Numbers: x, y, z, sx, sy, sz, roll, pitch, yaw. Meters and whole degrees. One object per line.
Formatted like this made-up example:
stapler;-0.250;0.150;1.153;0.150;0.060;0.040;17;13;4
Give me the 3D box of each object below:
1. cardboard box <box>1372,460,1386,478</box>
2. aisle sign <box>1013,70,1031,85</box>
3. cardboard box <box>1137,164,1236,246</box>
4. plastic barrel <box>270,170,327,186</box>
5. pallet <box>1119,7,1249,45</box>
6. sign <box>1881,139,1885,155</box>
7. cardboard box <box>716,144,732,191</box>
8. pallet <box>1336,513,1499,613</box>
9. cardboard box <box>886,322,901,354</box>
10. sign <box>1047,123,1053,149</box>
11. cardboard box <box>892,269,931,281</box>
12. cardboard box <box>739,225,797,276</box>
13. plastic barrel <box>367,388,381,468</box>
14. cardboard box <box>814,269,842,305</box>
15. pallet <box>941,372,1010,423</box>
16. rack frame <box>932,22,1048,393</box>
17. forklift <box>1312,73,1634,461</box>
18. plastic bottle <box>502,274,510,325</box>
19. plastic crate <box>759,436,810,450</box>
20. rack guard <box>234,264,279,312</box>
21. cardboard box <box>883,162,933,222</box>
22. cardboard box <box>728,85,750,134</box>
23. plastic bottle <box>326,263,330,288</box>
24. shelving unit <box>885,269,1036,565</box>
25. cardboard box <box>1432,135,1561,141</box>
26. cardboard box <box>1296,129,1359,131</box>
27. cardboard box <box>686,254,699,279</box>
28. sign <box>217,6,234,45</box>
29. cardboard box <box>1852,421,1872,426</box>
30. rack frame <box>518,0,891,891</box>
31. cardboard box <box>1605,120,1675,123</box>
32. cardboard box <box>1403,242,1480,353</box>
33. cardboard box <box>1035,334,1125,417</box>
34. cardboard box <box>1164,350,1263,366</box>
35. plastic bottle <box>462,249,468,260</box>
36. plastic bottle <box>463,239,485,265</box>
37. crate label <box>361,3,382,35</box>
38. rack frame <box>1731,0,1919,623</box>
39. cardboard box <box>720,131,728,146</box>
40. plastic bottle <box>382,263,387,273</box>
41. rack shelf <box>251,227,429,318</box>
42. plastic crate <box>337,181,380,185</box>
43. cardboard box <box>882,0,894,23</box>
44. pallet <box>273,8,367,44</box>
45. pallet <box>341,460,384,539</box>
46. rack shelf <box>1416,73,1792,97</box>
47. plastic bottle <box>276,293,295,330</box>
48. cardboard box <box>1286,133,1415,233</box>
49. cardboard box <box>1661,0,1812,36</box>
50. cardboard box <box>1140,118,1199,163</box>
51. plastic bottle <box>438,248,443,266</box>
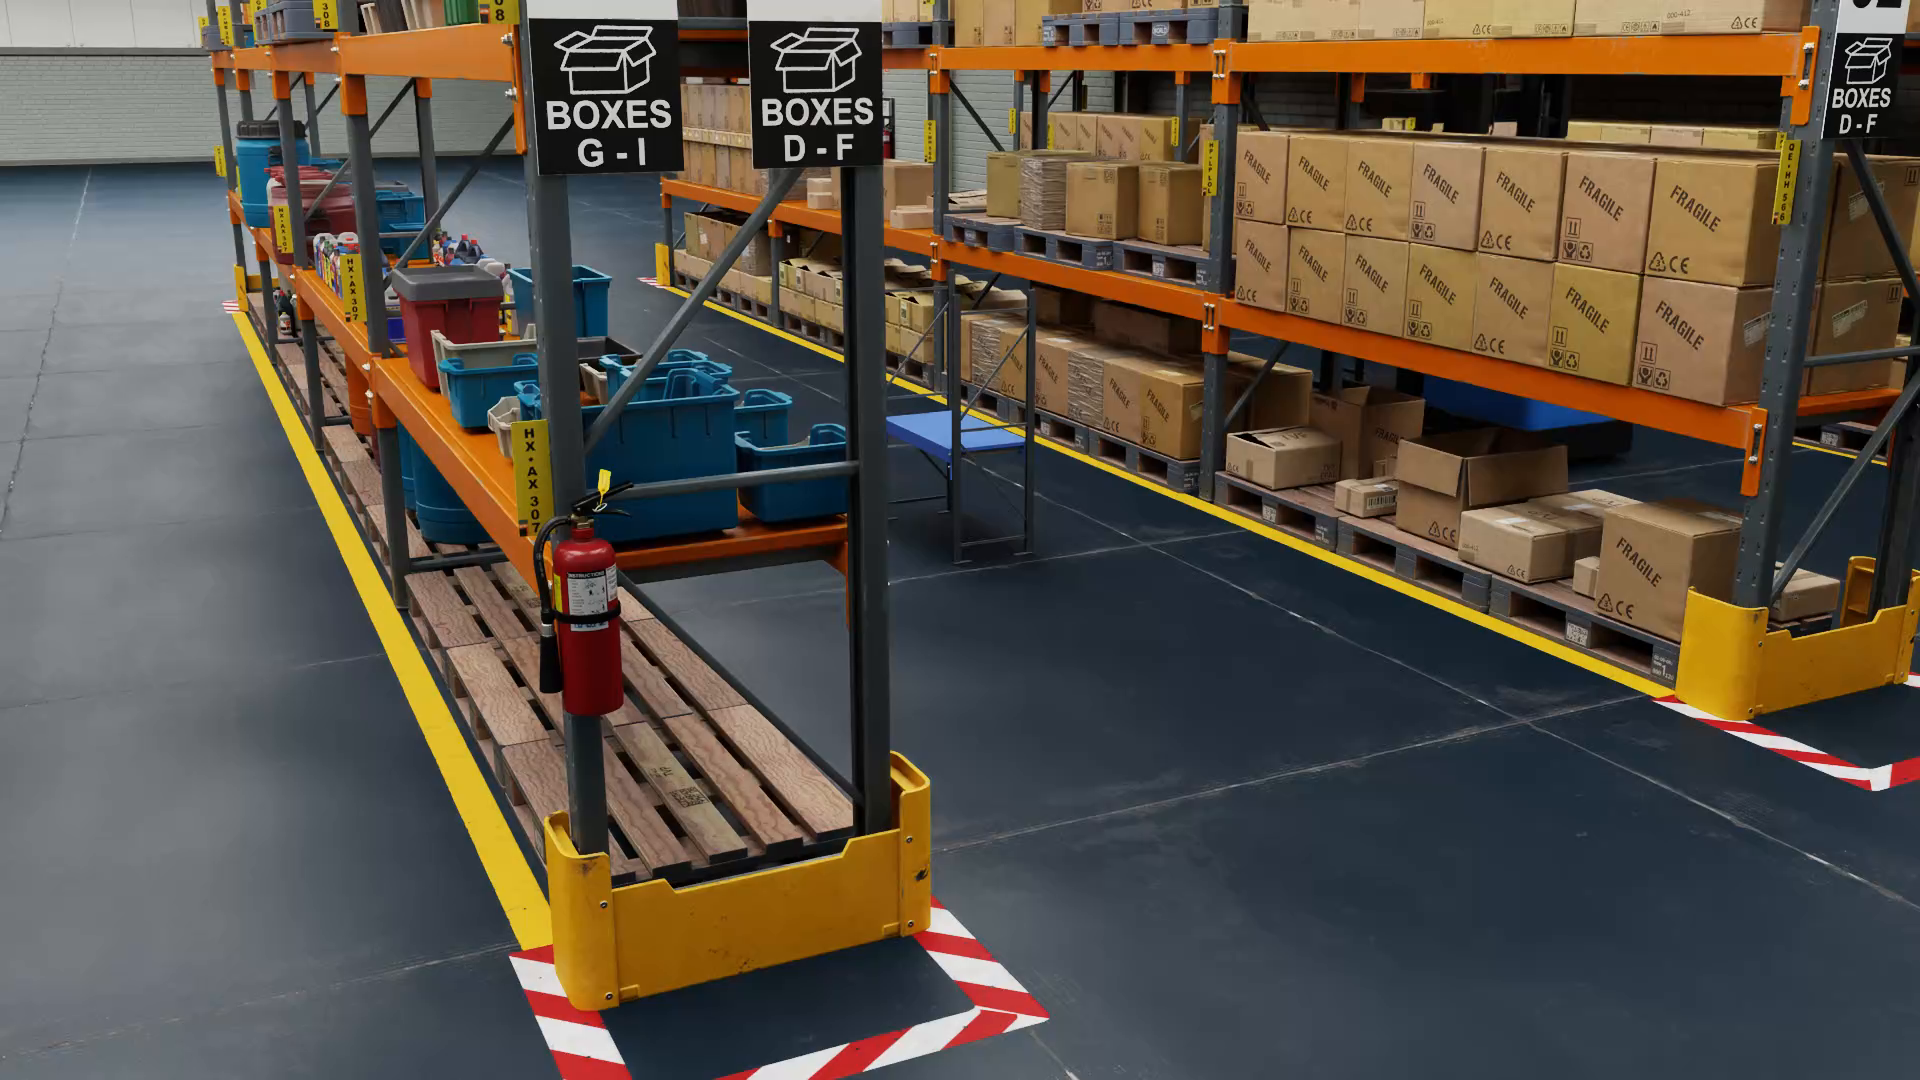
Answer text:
cardboard box;2.729;-0.400;10.077;0.380;0.149;0.250;-8;18;-25
aisle sign;0.899;-6.558;22.451;0.394;0.787;0.004;-8;18;-25
cardboard box;1.642;-2.309;11.416;0.700;0.500;0.500;-5;17;-16
plastic barrel;-5.409;-2.757;13.674;0.433;0.535;0.433;0;16;0
pallet;1.784;-3.273;10.622;1.213;0.211;1.003;-8;18;-25
sign;6.956;-2.873;12.610;0.100;0.325;0.005;-8;18;-25
cardboard box;-2.377;-4.274;19.026;0.700;0.500;0.500;-7;17;-23
pallet;2.845;0.062;9.152;1.003;0.211;1.213;-8;18;-25
cardboard box;-0.425;-1.852;14.990;0.500;0.250;0.500;-8;18;-26
sign;0.738;-3.330;13.960;0.100;0.325;0.005;-8;18;-25
cardboard box;-0.396;-2.442;16.029;0.500;0.311;0.500;-8;18;-26
cardboard box;-2.107;-3.190;18.292;0.500;0.500;0.500;-8;18;-25
plastic barrel;-3.476;-0.789;10.673;0.600;0.588;0.708;-8;18;-25
cardboard box;-1.099;-2.499;16.229;0.500;0.311;0.500;-8;18;-27
pallet;0.547;-1.213;13.596;1.003;0.211;1.213;-8;18;-25
rack frame;0.254;-2.743;13.873;1.000;3.000;0.127;-8;18;-25
forklift;3.598;-2.272;12.353;1.130;2.935;3.031;-8;18;-26
plastic bottle;-2.469;-1.346;9.227;0.152;0.276;0.135;-8;18;-25
plastic crate;-0.574;-0.255;5.570;0.250;0.136;0.298;-8;18;-25
rack guard;-7.629;-2.915;19.001;1.175;0.500;0.348;-8;18;-25
cardboard box;-0.496;-3.206;15.302;0.500;0.500;0.500;-9;18;-28
cardboard box;-2.140;-4.766;18.386;0.700;0.500;0.500;-8;18;-25
plastic bottle;-4.014;-1.724;10.681;0.097;0.201;0.097;0;16;0
shelving unit;-0.037;-0.742;9.617;0.538;1.500;1.048;-8;18;-25
cardboard box;2.908;-1.934;9.060;0.500;0.500;0.500;-7;18;-24
cardboard box;3.925;-4.024;17.356;0.700;0.500;0.500;-8;18;-25
cardboard box;-2.993;-3.324;20.119;0.500;0.250;0.500;-8;18;-25
sign;-6.452;-4.520;14.609;0.100;0.325;0.005;-8;18;-25
cardboard box;6.693;-1.154;12.103;0.700;0.500;0.500;-7;18;-24
rack frame;-0.696;-0.162;4.877;1.000;3.000;0.127;-8;18;-25
cardboard box;5.806;-3.440;14.185;0.500;0.250;0.500;-8;18;-26
cardboard box;2.653;-1.263;8.534;0.500;0.500;0.500;-8;18;-26
cardboard box;0.879;-1.223;12.309;0.500;0.500;0.500;-8;18;-27
cardboard box;1.770;-1.042;11.677;0.500;0.500;0.500;-7;18;-24
plastic bottle;-3.054;-1.671;10.348;0.061;0.283;0.133;-8;18;-25
plastic bottle;-2.967;-1.666;10.209;0.144;0.351;0.185;-8;18;-25
crate label;-2.493;-2.313;7.412;0.293;0.136;0.466;-8;18;-25
rack frame;3.759;-0.760;6.960;1.000;3.000;0.127;-8;18;-25
cardboard box;-2.484;-4.517;18.696;0.380;0.149;0.250;-7;17;-23
plastic bottle;-3.349;-1.477;9.693;0.097;0.271;0.097;0;16;0
rack shelf;-5.077;-2.296;13.617;1.077;0.370;4.000;-8;18;-25
plastic crate;-5.190;-2.894;14.426;0.392;0.384;0.575;-8;18;-25
cardboard box;-0.482;-4.692;14.734;0.500;0.250;0.500;-8;18;-26
pallet;-3.379;-2.968;9.561;1.003;0.211;1.213;-8;18;-25
pallet;-3.287;-0.313;10.458;1.003;0.211;1.213;-8;18;-25
rack shelf;5.582;-3.943;13.919;1.077;0.370;4.000;-8;18;-25
plastic bottle;-6.494;-2.201;15.986;0.144;0.351;0.185;-8;18;-26
cardboard box;2.186;-2.002;9.293;0.500;0.500;0.500;-8;18;-27
cardboard box;3.297;-2.225;6.900;0.500;0.250;0.500;-8;18;-25
cardboard box;2.468;-4.713;19.611;0.500;0.500;0.500;-8;18;-25
plastic bottle;-3.504;-1.913;11.341;0.097;0.201;0.097;0;16;0
